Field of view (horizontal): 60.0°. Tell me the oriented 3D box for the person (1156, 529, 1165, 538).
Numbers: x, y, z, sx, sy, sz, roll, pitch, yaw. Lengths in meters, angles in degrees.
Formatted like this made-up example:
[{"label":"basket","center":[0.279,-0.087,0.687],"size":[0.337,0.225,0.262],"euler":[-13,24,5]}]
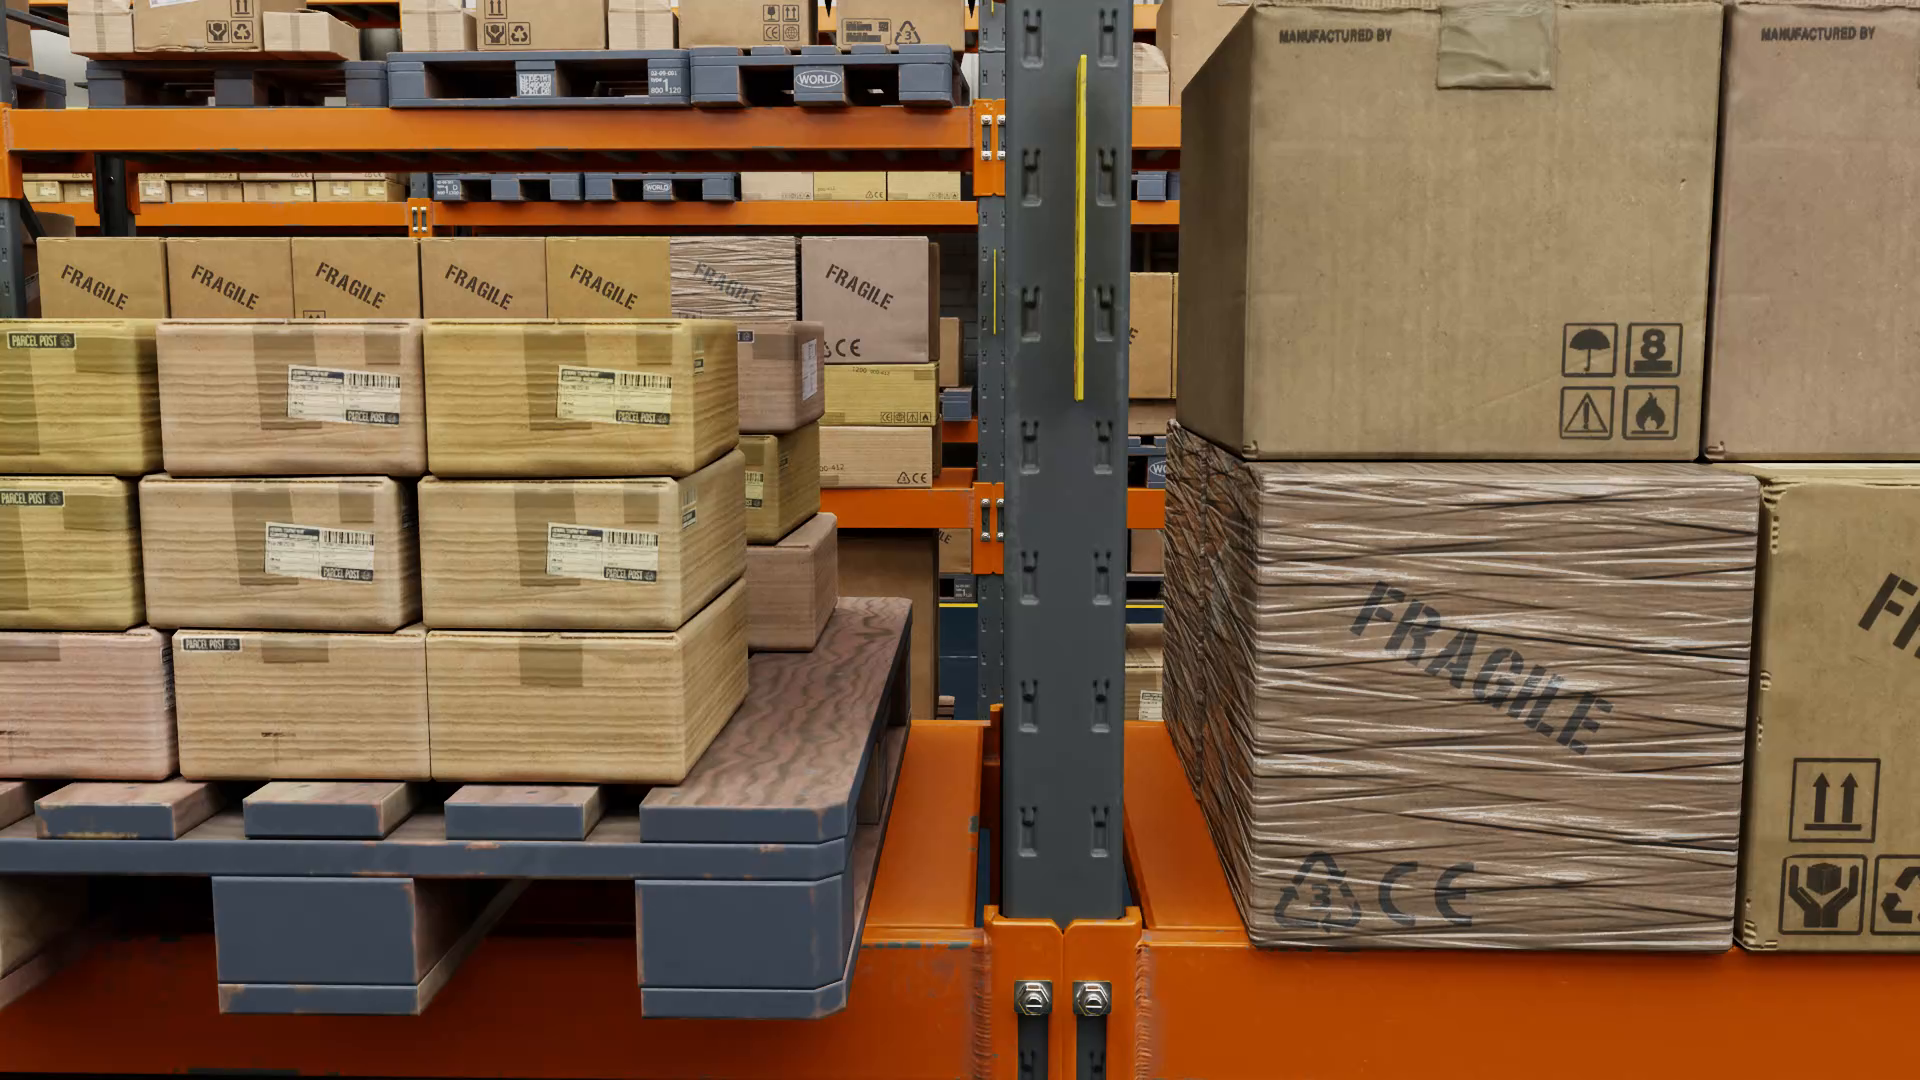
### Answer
[{"label":"person","center":[1.425,-0.151,9.924],"size":[0.546,1.667,0.369],"euler":[0,7,-1]}]
